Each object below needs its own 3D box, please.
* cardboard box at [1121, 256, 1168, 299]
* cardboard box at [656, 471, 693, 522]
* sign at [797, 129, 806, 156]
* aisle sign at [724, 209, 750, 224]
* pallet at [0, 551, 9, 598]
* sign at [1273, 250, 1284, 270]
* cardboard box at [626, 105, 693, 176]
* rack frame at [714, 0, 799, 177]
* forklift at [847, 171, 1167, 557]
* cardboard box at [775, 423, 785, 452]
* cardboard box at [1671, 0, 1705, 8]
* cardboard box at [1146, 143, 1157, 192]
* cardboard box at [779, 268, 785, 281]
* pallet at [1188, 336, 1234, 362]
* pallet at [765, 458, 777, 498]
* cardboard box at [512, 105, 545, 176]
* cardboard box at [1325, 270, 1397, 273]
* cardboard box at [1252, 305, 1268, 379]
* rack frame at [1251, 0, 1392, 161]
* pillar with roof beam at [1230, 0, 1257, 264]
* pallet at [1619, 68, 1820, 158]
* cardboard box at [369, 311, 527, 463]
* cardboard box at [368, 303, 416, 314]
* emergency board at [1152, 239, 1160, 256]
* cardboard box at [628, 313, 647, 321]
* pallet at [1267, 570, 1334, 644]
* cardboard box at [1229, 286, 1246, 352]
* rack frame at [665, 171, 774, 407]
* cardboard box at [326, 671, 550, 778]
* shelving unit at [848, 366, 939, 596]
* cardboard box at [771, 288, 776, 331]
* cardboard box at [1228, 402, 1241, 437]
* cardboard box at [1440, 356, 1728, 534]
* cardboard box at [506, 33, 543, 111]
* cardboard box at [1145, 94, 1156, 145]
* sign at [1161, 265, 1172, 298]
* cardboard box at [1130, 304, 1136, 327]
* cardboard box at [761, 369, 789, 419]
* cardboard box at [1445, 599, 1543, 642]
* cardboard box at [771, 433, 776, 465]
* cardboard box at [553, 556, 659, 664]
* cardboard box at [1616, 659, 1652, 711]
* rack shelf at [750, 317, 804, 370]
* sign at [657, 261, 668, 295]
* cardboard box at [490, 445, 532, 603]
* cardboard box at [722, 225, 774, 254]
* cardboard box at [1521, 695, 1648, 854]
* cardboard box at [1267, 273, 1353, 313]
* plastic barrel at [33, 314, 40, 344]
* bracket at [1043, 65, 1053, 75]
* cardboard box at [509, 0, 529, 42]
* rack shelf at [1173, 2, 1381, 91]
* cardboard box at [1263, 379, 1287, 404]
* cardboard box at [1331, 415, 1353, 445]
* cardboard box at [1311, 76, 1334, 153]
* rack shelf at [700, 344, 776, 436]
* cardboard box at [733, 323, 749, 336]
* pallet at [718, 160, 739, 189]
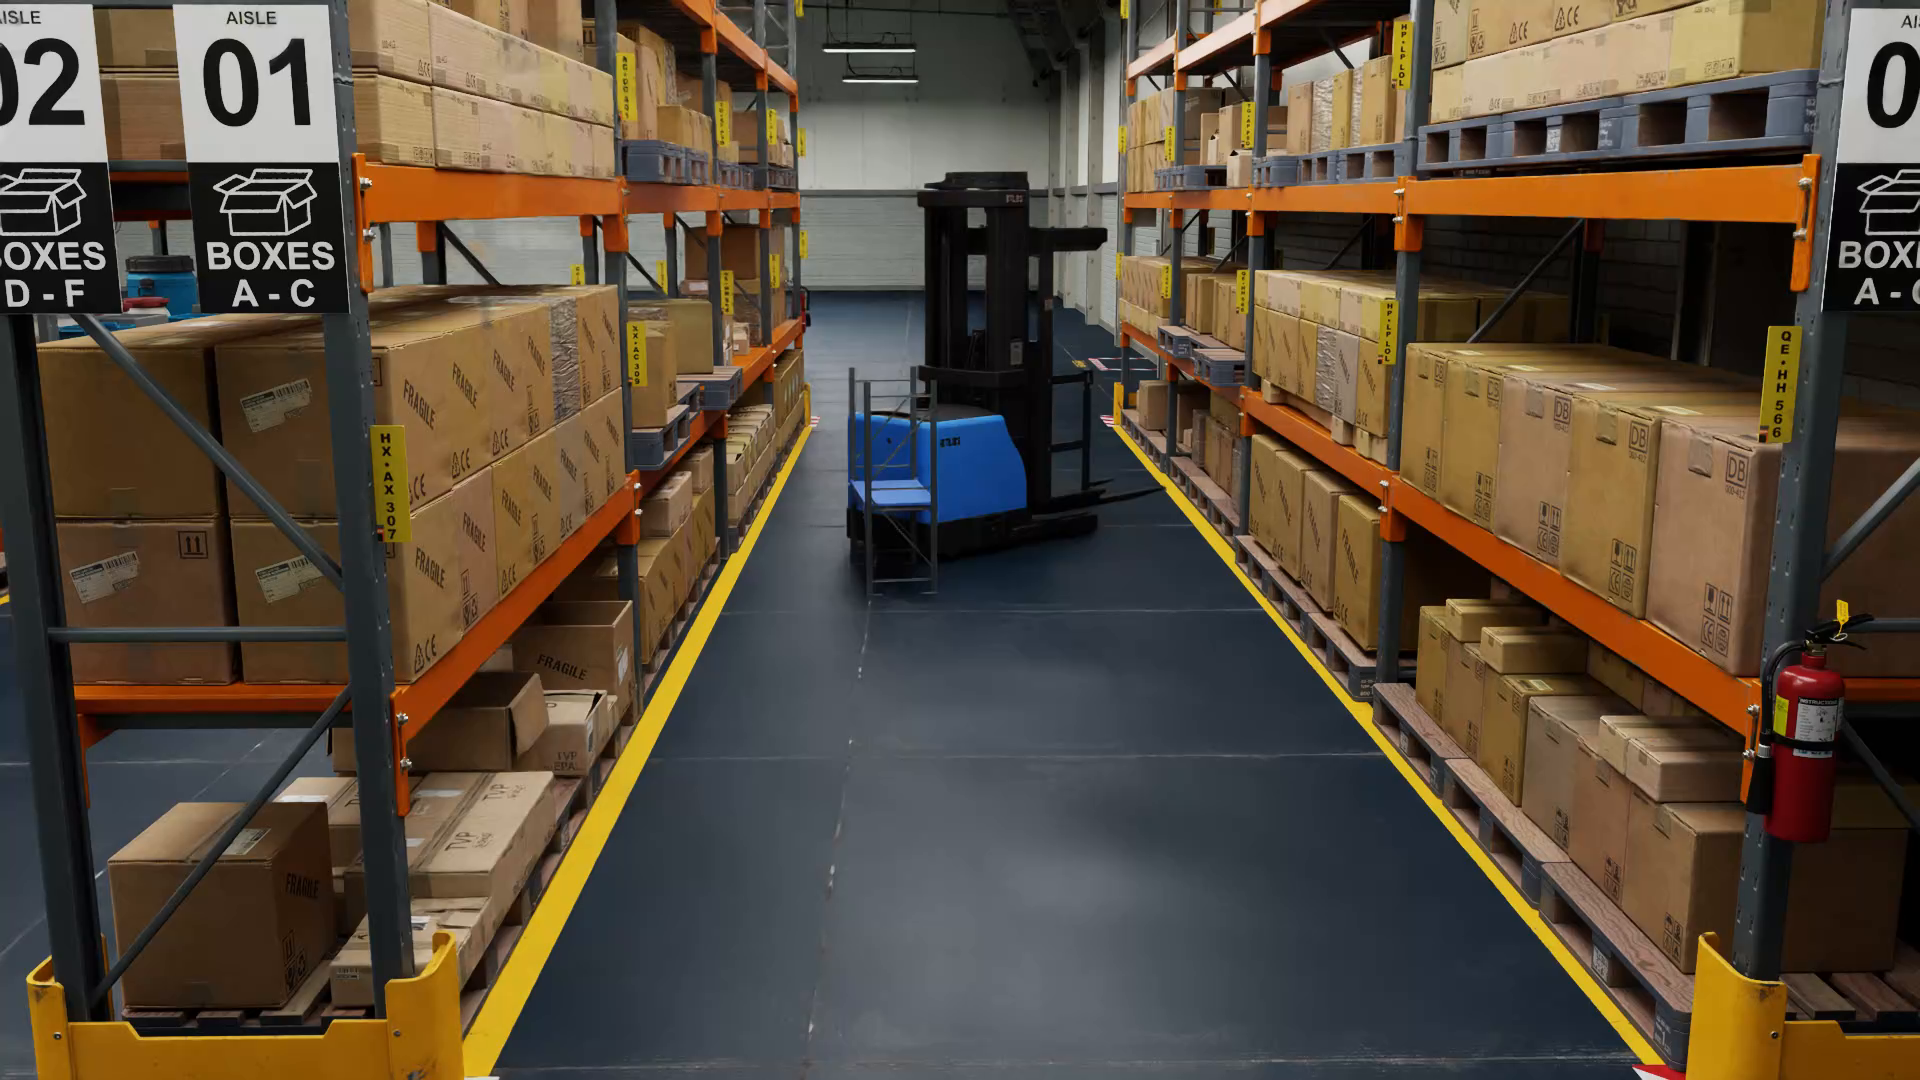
[{"bbox_3d":[2.213,-3.137,19.917,0.500,0.500,0.500,0,11,-1],"label":"cardboard box"},{"bbox_3d":[-1.999,-0.276,10.671,0.500,0.250,0.500,0,11,-2],"label":"cardboard box"},{"bbox_3d":[-1.906,-4.773,19.967,0.100,0.325,0.005,0,11,-1],"label":"sign"},{"bbox_3d":[-2.757,-4.194,20.148,0.394,0.787,0.004,0,11,-1],"label":"aisle sign"},{"bbox_3d":[-7.178,0.225,11.918,1.003,0.211,1.213,0,11,-1],"label":"pallet"},{"bbox_3d":[3.141,-2.704,16.432,0.100,0.325,0.005,0,11,-1],"label":"sign"},{"bbox_3d":[-2.220,-2.545,10.765,0.910,0.500,0.500,0,11,-1],"label":"cardboard box"},{"bbox_3d":[-2.449,-5.848,19.752,1.000,3.000,0.127,0,11,-1],"label":"rack frame"},{"bbox_3d":[0.510,-1.528,13.721,3.031,2.935,1.130,-11,16,-42],"label":"forklift"},{"bbox_3d":[-2.073,-1.064,17.121,0.500,0.250,0.500,0,11,-1],"label":"cardboard box"},{"bbox_3d":[2.546,-1.912,5.077,0.500,0.500,0.500,0,11,-1],"label":"cardboard box"},{"bbox_3d":[2.281,-3.973,17.750,0.500,0.500,0.500,-1,11,-3],"label":"cardboard box"},{"bbox_3d":[-2.239,-3.097,19.396,0.380,0.149,0.250,0,11,-2],"label":"cardboard box"},{"bbox_3d":[2.587,-1.638,14.571,1.003,0.211,1.213,0,11,-1],"label":"pallet"},{"bbox_3d":[-2.312,-0.600,15.985,1.003,0.211,1.213,0,11,-1],"label":"pallet"},{"bbox_3d":[-1.901,-1.525,6.366,0.500,0.250,0.500,0,11,-1],"label":"cardboard box"},{"bbox_3d":[2.937,-1.822,12.058,0.500,0.250,0.500,0,11,0],"label":"cardboard box"},{"bbox_3d":[2.423,-1.446,12.091,0.500,0.500,0.500,0,11,1],"label":"cardboard box"},{"bbox_3d":[2.669,-4.279,12.017,1.000,3.000,0.127,0,11,-1],"label":"rack frame"},{"bbox_3d":[-0.921,-5.716,19.100,9.100,9.000,0.400,0,11,-1],"label":"pillar with roof beam"},{"bbox_3d":[2.808,-1.322,5.212,1.003,0.211,1.213,0,11,-1],"label":"pallet"},{"bbox_3d":[-1.888,-0.559,6.004,0.500,0.500,0.500,0,11,0],"label":"cardboard box"},{"bbox_3d":[-2.440,-0.659,6.498,0.500,0.500,0.500,0,11,1],"label":"cardboard box"},{"bbox_3d":[3.246,-4.477,28.085,0.194,1.169,0.643,0,11,-1],"label":"emergency board"},{"bbox_3d":[-2.299,-1.128,10.268,0.700,0.500,0.500,-3,12,-16],"label":"cardboard box"},{"bbox_3d":[2.632,0.427,10.924,1.003,0.211,1.213,0,11,-1],"label":"pallet"},{"bbox_3d":[2.610,-1.808,13.567,0.700,0.500,0.500,-1,12,-7],"label":"cardboard box"},{"bbox_3d":[-2.367,-2.113,16.429,1.000,3.000,0.127,0,11,-1],"label":"rack frame"},{"bbox_3d":[-2.157,0.859,6.954,0.797,0.503,0.637,0,11,-1],"label":"cardboard box"},{"bbox_3d":[-0.493,-0.452,12.013,0.538,1.500,1.048,-2,12,-9],"label":"shelving unit"},{"bbox_3d":[-2.418,-2.556,18.364,0.700,0.500,0.500,0,11,1],"label":"cardboard box"},{"bbox_3d":[2.637,-1.055,14.512,0.500,0.250,0.500,0,11,-1],"label":"cardboard box"},{"bbox_3d":[2.756,-0.438,7.417,0.980,0.700,0.700,-1,11,-3],"label":"cardboard box"},{"bbox_3d":[-1.895,-1.770,6.316,0.500,0.250,0.500,0,11,-1],"label":"cardboard box"},{"bbox_3d":[2.261,-4.464,17.657,0.500,0.500,0.500,-1,11,-3],"label":"cardboard box"},{"bbox_3d":[2.044,-2.554,16.428,0.100,0.325,0.005,0,11,-1],"label":"sign"},{"bbox_3d":[2.225,-2.563,18.973,0.500,0.250,0.500,0,11,-2],"label":"cardboard box"},{"bbox_3d":[-2.081,-1.531,17.536,0.500,0.500,0.500,0,11,-1],"label":"cardboard box"},{"bbox_3d":[2.489,0.376,7.762,0.380,0.149,0.250,0,11,1],"label":"cardboard box"},{"bbox_3d":[-2.068,-0.890,16.260,0.500,0.250,0.500,0,11,-2],"label":"cardboard box"},{"bbox_3d":[-1.968,0.390,9.274,0.500,0.500,0.500,-1,11,-4],"label":"cardboard box"},{"bbox_3d":[2.894,0.586,6.725,0.380,0.149,0.250,0,11,-1],"label":"cardboard box"},{"bbox_3d":[-2.408,-2.158,18.460,1.077,0.370,4.000,0,11,-1],"label":"rack shelf"},{"bbox_3d":[-2.921,-2.573,16.322,0.100,0.325,0.005,0,11,-1],"label":"sign"},{"bbox_3d":[-1.888,-0.068,6.098,0.500,0.500,0.500,0,11,-1],"label":"cardboard box"},{"bbox_3d":[-2.413,-3.185,18.200,0.700,0.500,0.500,0,11,-1],"label":"cardboard box"},{"bbox_3d":[2.698,0.933,6.649,0.700,0.500,0.500,-1,11,-3],"label":"cardboard box"},{"bbox_3d":[2.432,-1.713,11.521,0.500,0.250,0.500,0,11,-2],"label":"cardboard box"},{"bbox_3d":[-7.471,-1.556,13.405,0.421,0.512,0.421,0,11,0],"label":"plastic barrel"},{"bbox_3d":[2.470,-12.865,45.286,0.076,0.066,4.783,0,11,-1],"label":"bracket"},{"bbox_3d":[-2.284,-2.335,7.214,0.700,0.500,0.500,0,11,-1],"label":"cardboard box"},{"bbox_3d":[2.627,-4.128,14.088,1.077,0.370,4.000,0,11,-1],"label":"rack shelf"},{"bbox_3d":[2.361,-1.056,11.800,0.380,0.149,0.250,0,11,1],"label":"cardboard box"},{"bbox_3d":[2.408,-0.650,9.802,0.380,0.149,0.250,0,11,-1],"label":"cardboard box"},{"bbox_3d":[2.800,-2.872,11.270,0.700,0.500,0.500,-1,12,-4],"label":"cardboard box"},{"bbox_3d":[-2.325,-1.363,14.541,1.077,0.370,4.000,0,11,-1],"label":"rack shelf"},{"bbox_3d":[-2.313,-1.942,15.962,0.500,0.250,0.500,0,11,2],"label":"cardboard box"},{"bbox_3d":[-2.387,-2.830,12.893,1.213,0.211,1.003,0,11,1],"label":"pallet"}]
